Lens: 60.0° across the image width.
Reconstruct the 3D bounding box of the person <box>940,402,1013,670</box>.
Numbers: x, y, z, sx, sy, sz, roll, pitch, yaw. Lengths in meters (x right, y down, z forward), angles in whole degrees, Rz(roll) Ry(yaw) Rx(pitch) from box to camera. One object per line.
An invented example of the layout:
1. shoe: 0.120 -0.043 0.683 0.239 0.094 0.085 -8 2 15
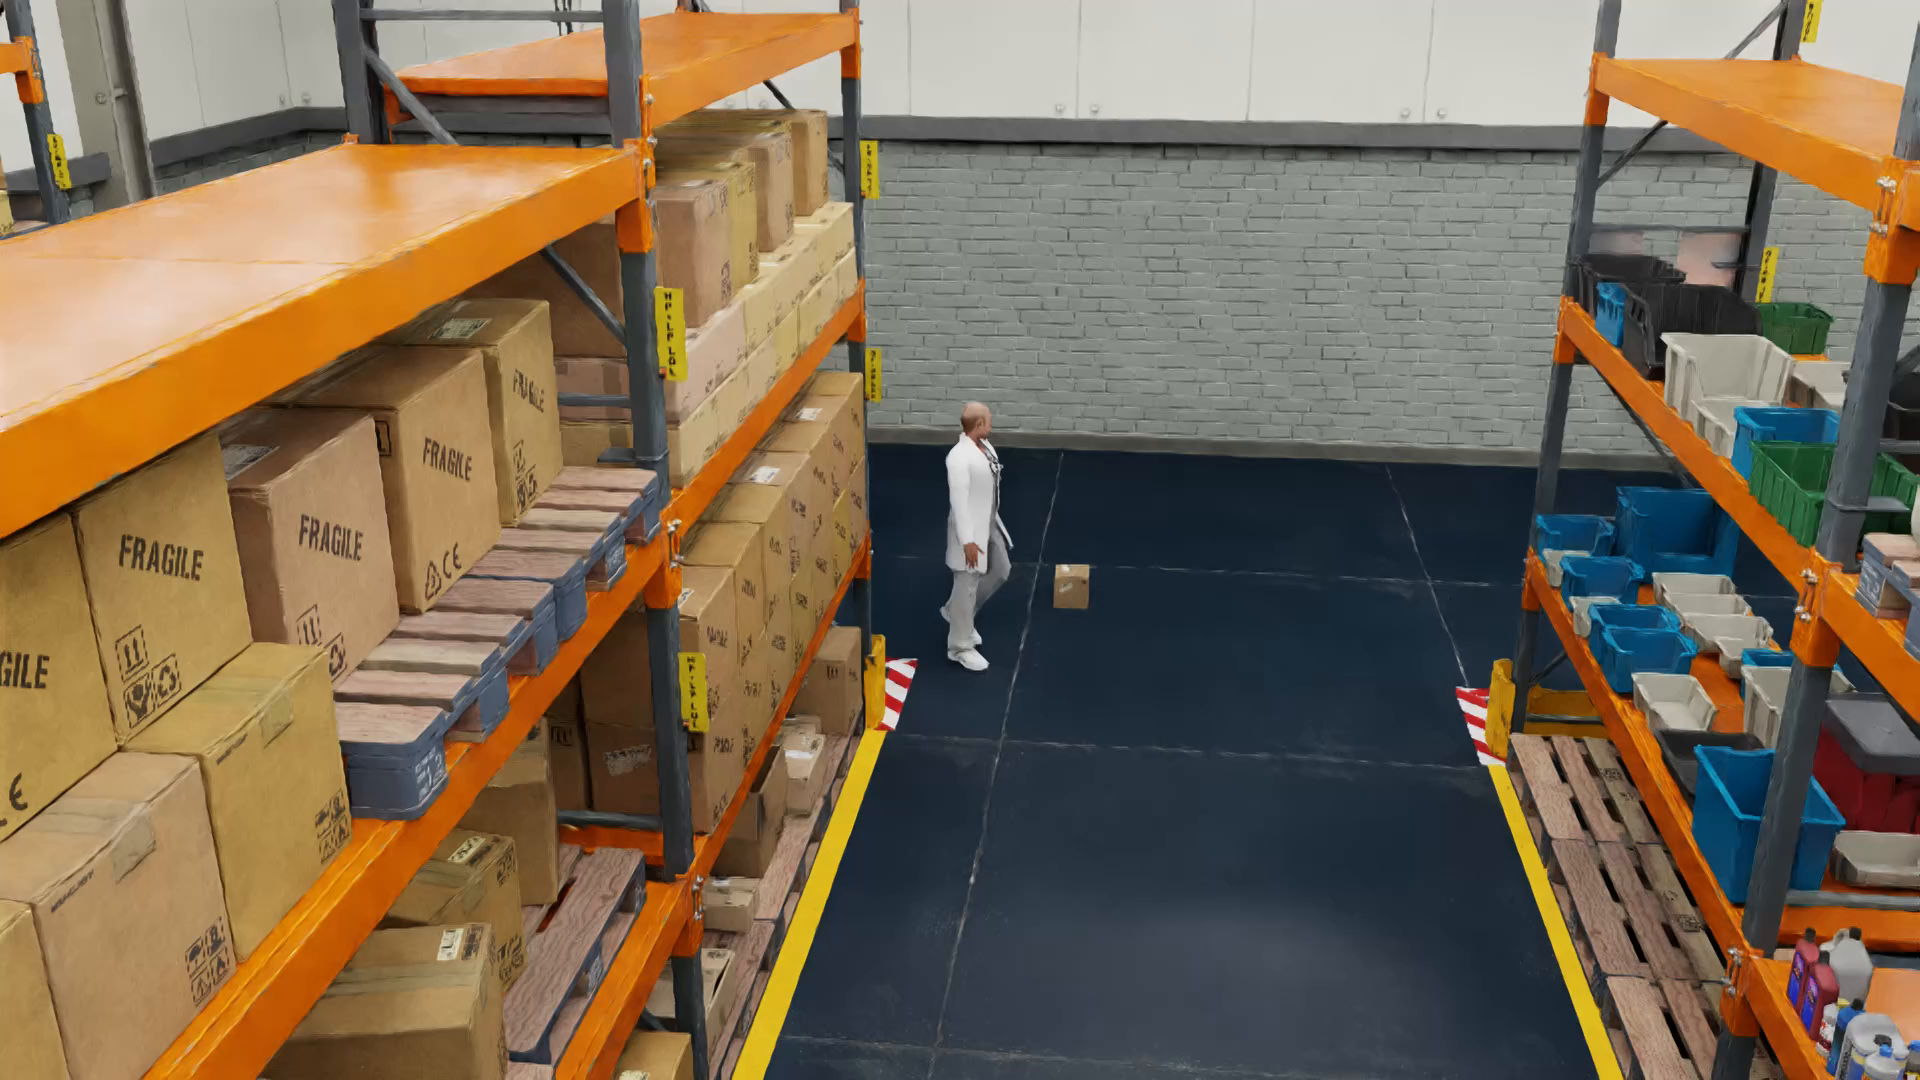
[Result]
1. person: 0.049 -0.060 11.209 0.533 1.778 0.669 9 23 23
